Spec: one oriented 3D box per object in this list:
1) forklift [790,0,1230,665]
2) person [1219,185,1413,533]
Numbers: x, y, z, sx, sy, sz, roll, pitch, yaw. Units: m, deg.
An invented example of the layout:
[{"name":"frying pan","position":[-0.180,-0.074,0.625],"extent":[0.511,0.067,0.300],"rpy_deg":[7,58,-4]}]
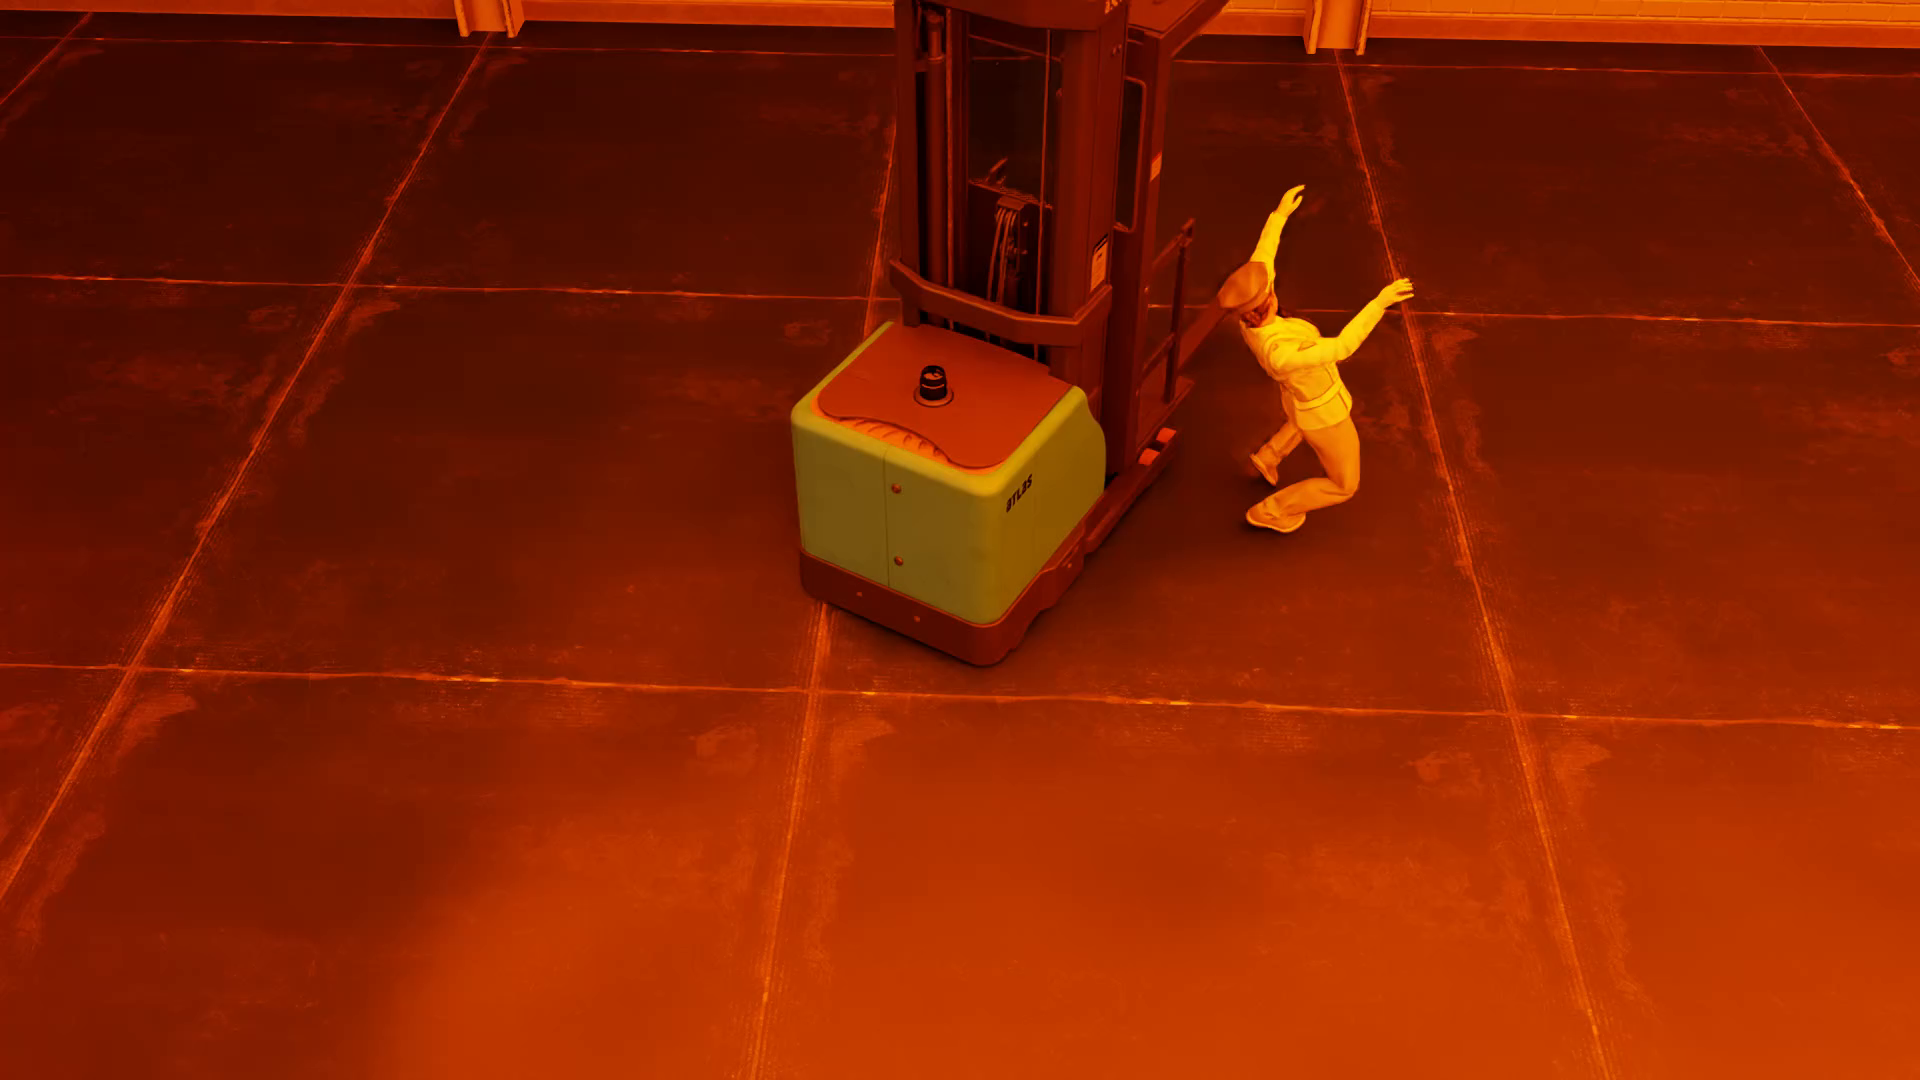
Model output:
[{"name":"forklift","position":[0.461,-1.516,7.402],"extent":[1.130,2.935,3.031],"rpy_deg":[22,47,22]},{"name":"person","position":[1.490,-0.729,7.580],"extent":[0.764,1.530,0.874],"rpy_deg":[-7,43,-8]}]
